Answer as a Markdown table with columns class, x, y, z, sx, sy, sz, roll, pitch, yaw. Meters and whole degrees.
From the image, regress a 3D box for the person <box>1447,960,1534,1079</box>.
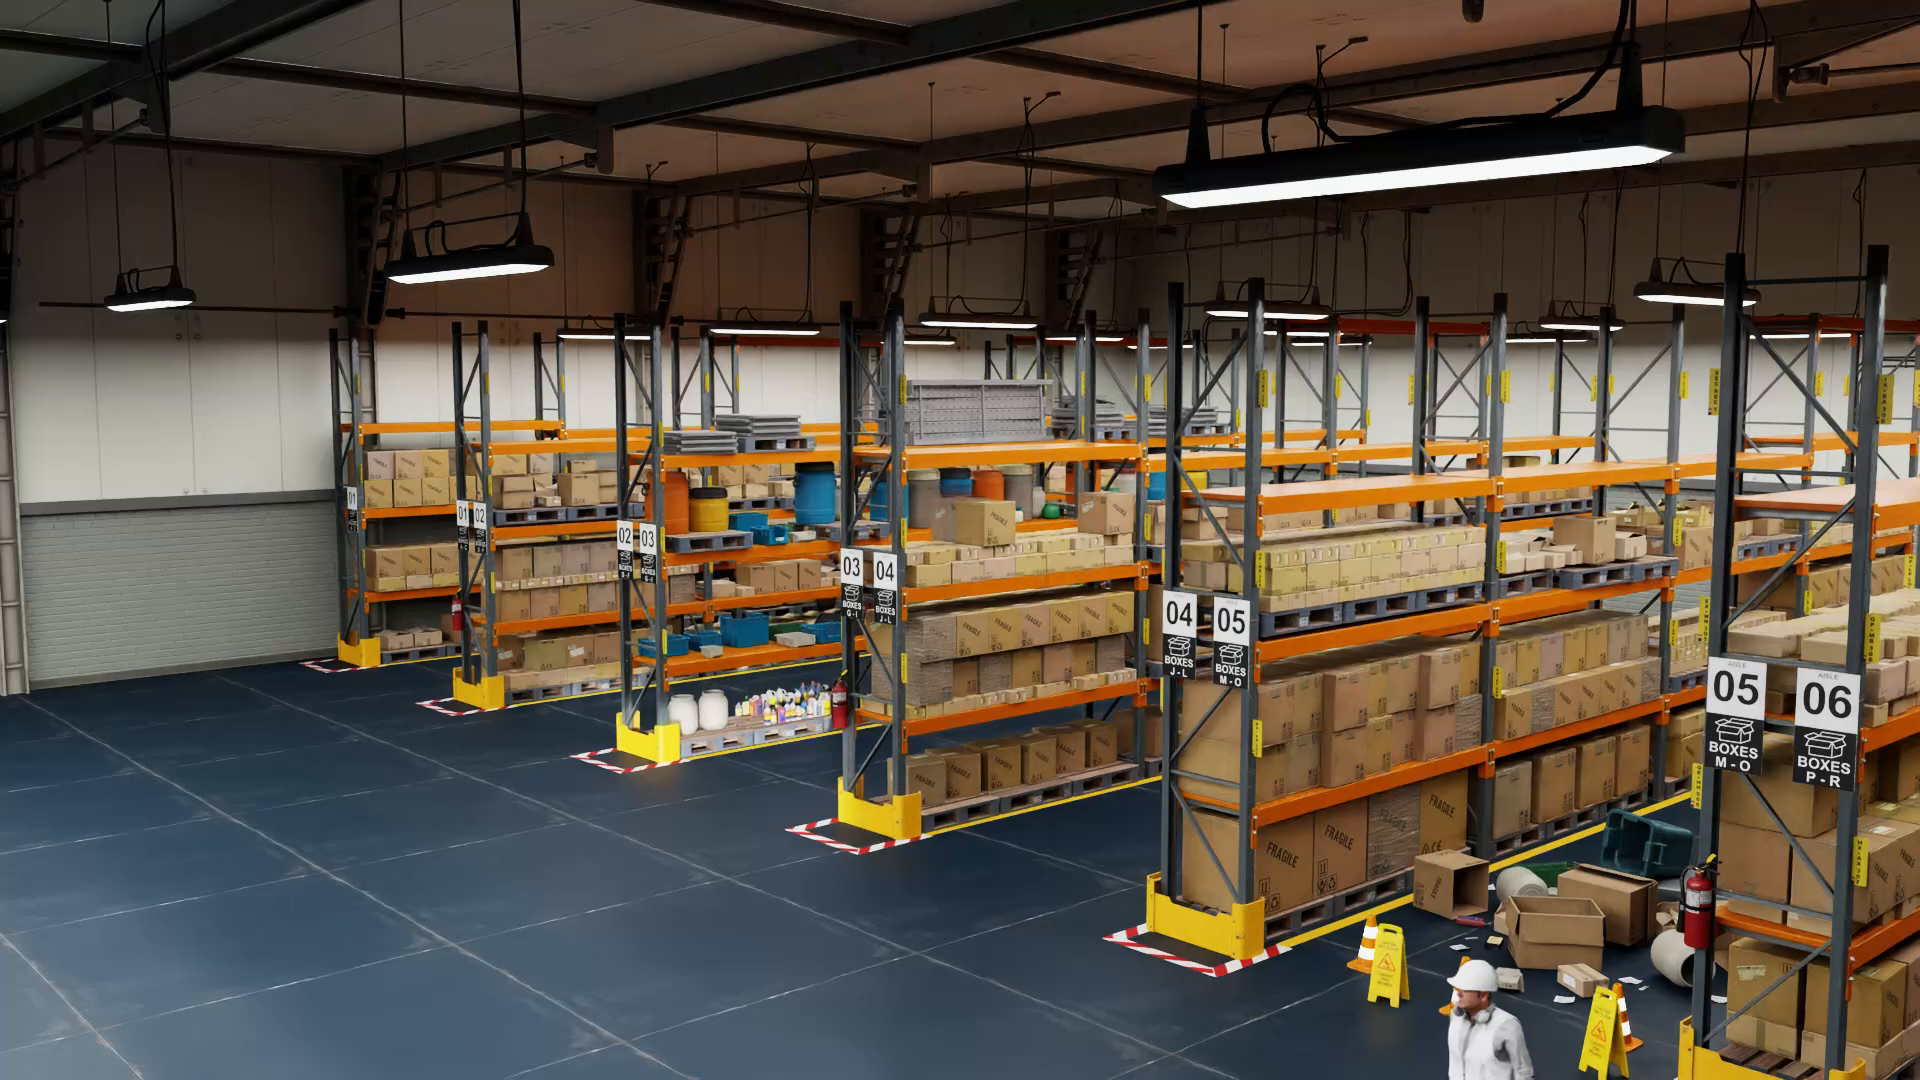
| class | x | y | z | sx | sy | sz | roll | pitch | yaw |
| --- | --- | --- | --- | --- | --- | --- | --- | --- | --- |
| person | 3.140 | 3.329 | 9.825 | 0.565 | 1.757 | 0.612 | -4 | 7 | -32 |

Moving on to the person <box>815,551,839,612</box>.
| class | x | y | z | sx | sy | sz | roll | pitch | yaw |
| --- | --- | --- | --- | --- | --- | --- | --- | --- | --- |
| person | -2.724 | 1.055 | 32.802 | 0.703 | 1.752 | 0.632 | -5 | 7 | -39 |

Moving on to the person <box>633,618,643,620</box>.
| class | x | y | z | sx | sy | sz | roll | pitch | yaw |
| --- | --- | --- | --- | --- | --- | --- | --- | --- | --- |
| person | -6.022 | 1.352 | 30.279 | 0.479 | 1.648 | 0.514 | -3 | 6 | -28 |
